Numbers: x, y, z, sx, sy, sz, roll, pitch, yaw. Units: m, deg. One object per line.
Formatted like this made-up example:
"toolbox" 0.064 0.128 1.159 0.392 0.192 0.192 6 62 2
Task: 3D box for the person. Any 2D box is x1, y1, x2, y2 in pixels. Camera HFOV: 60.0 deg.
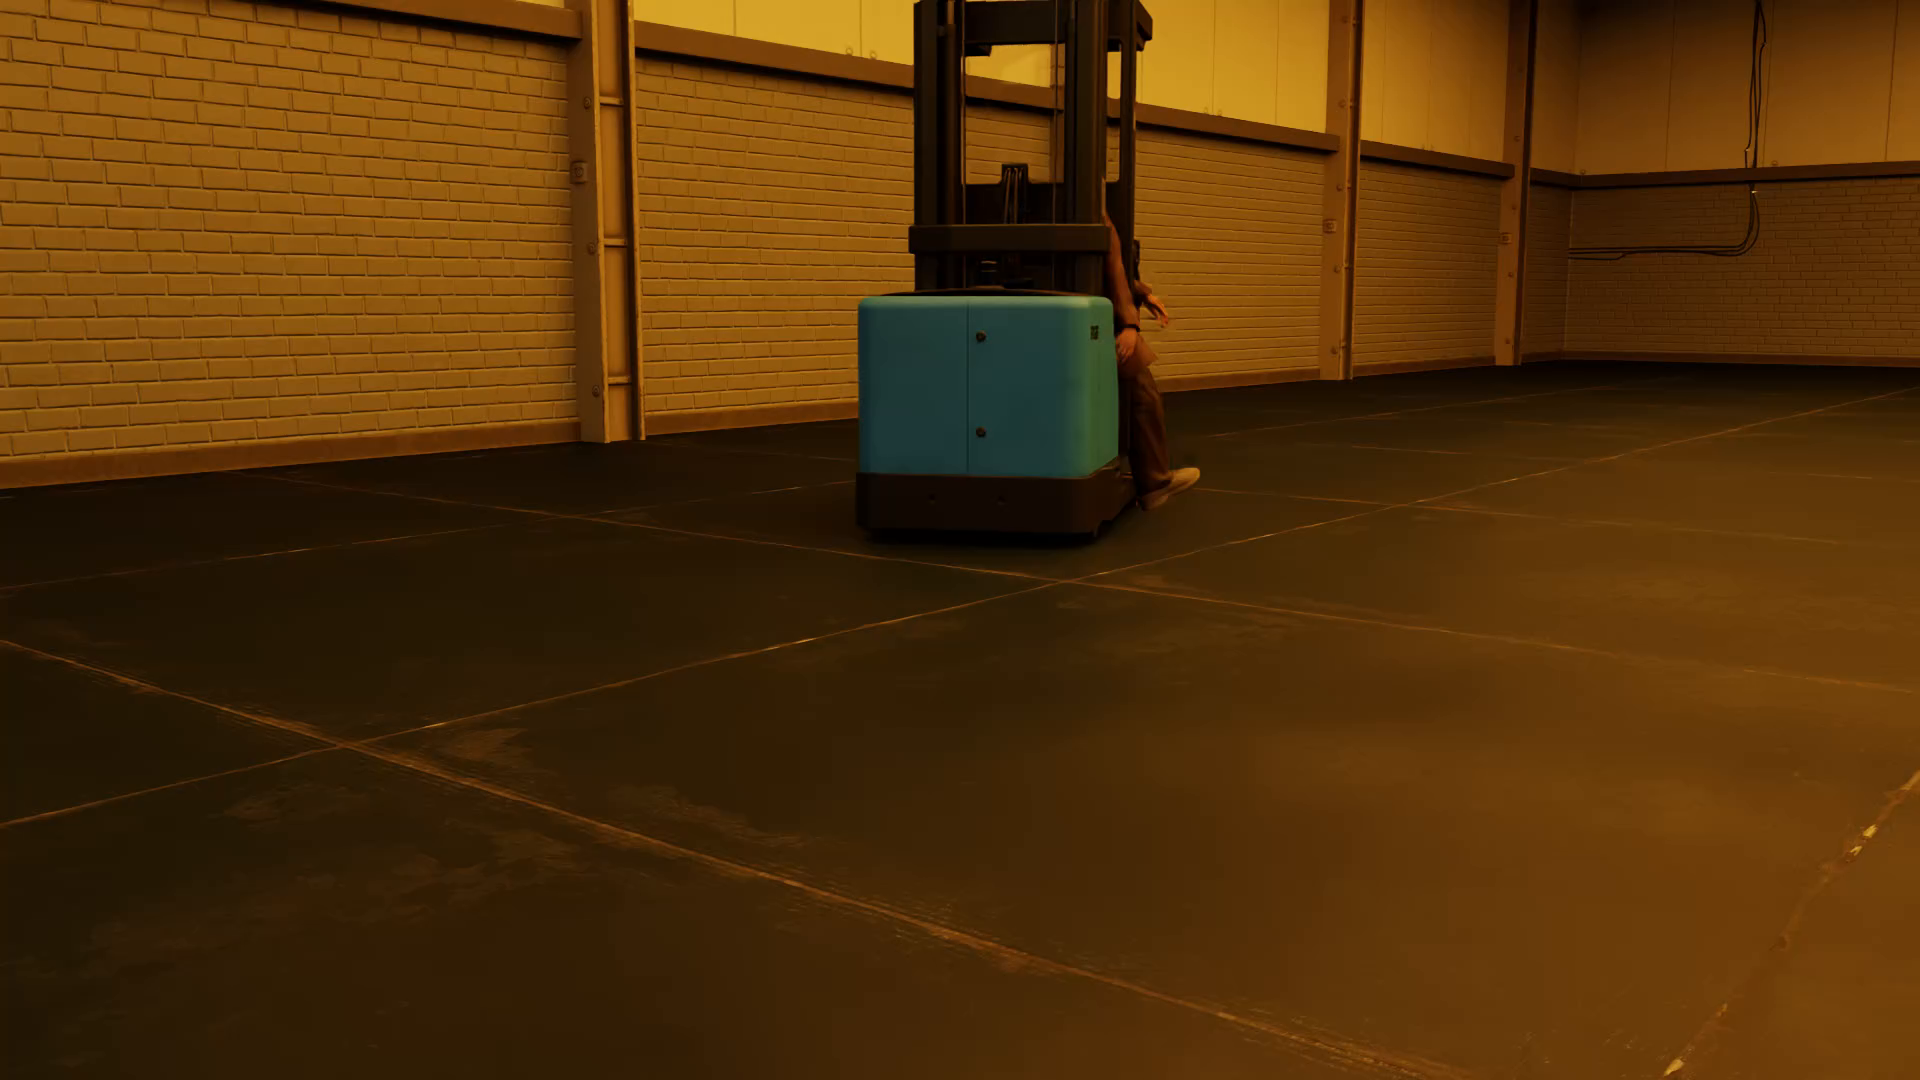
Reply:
"person" 0.728 -1.017 8.250 0.921 1.747 0.744 -5 10 -29

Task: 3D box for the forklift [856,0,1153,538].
"forklift" 0.369 -1.631 8.431 1.130 2.935 3.031 2 9 13
